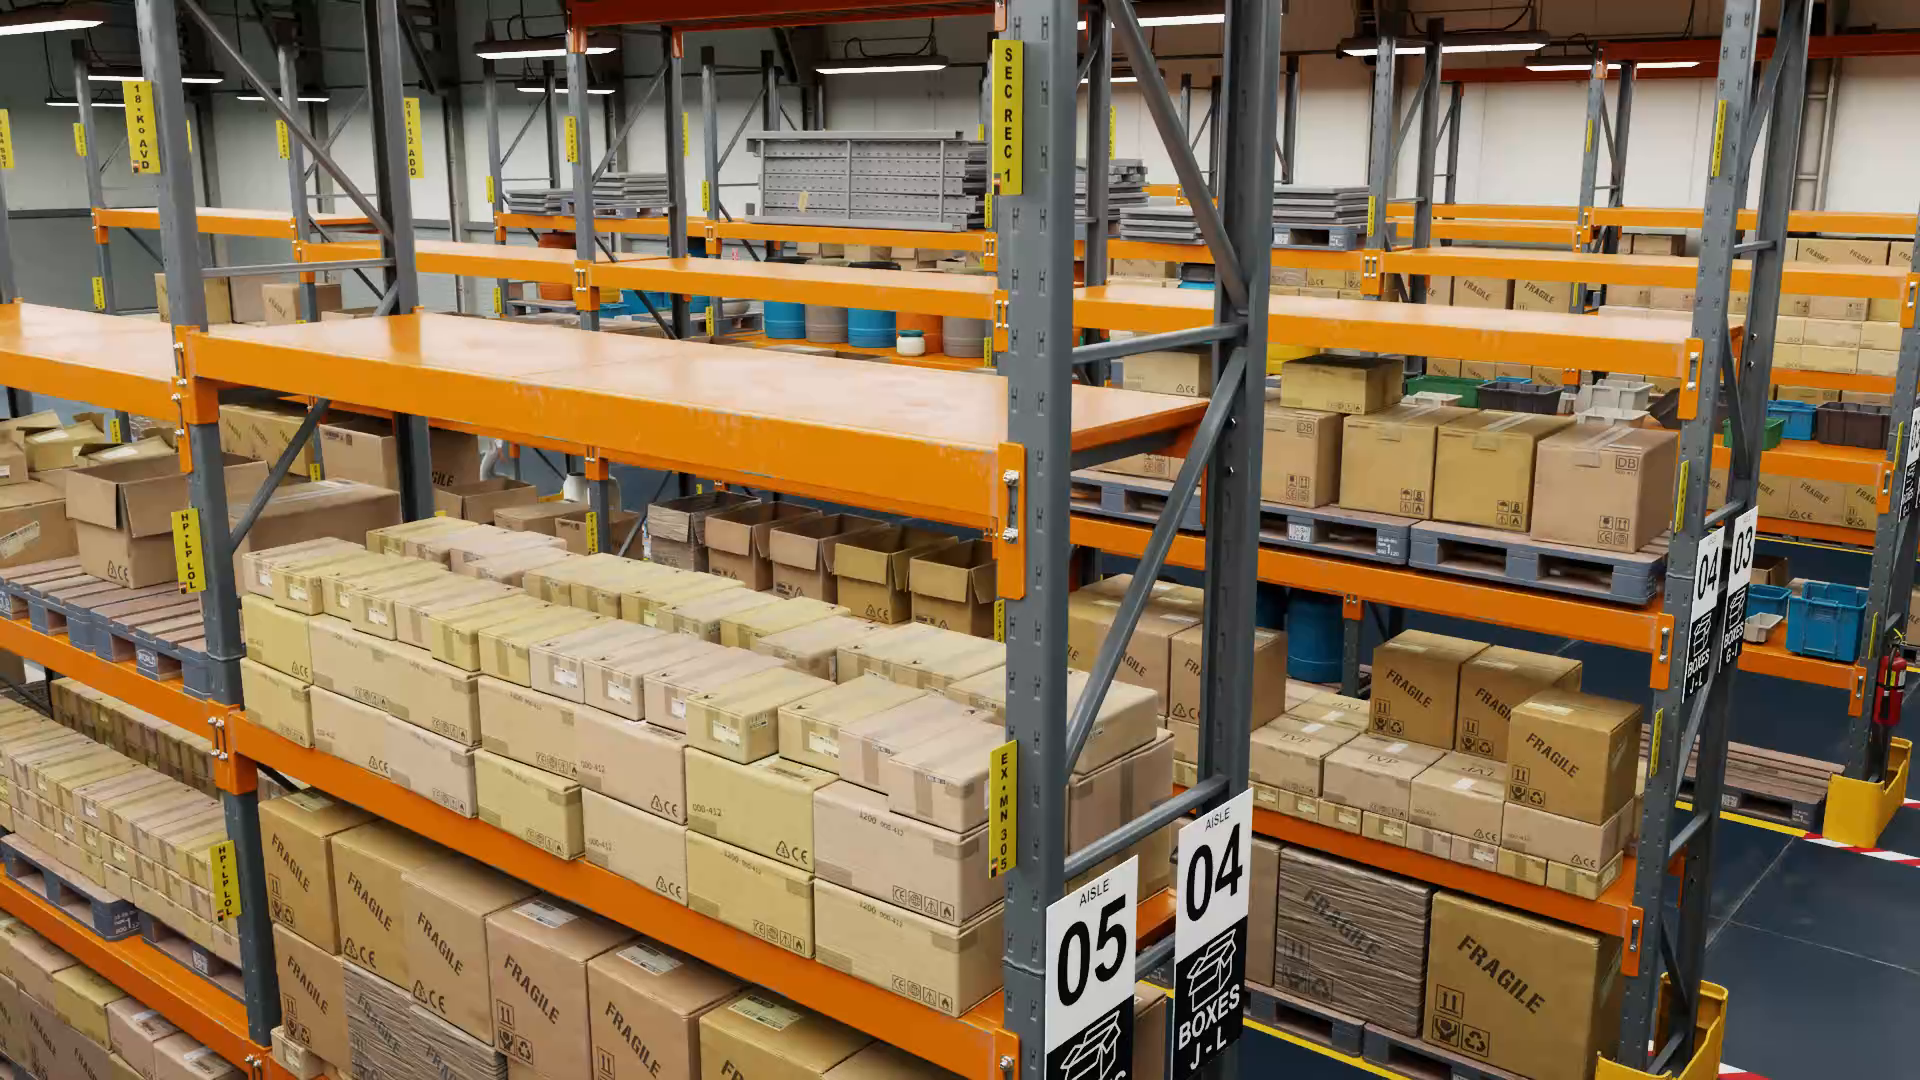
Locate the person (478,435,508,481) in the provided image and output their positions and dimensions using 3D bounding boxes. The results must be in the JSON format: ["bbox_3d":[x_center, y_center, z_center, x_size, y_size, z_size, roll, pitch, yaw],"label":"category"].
[{"bbox_3d":[-6.502,-1.230,23.075,0.882,1.554,0.479,-13,19,-43],"label":"person"}]
